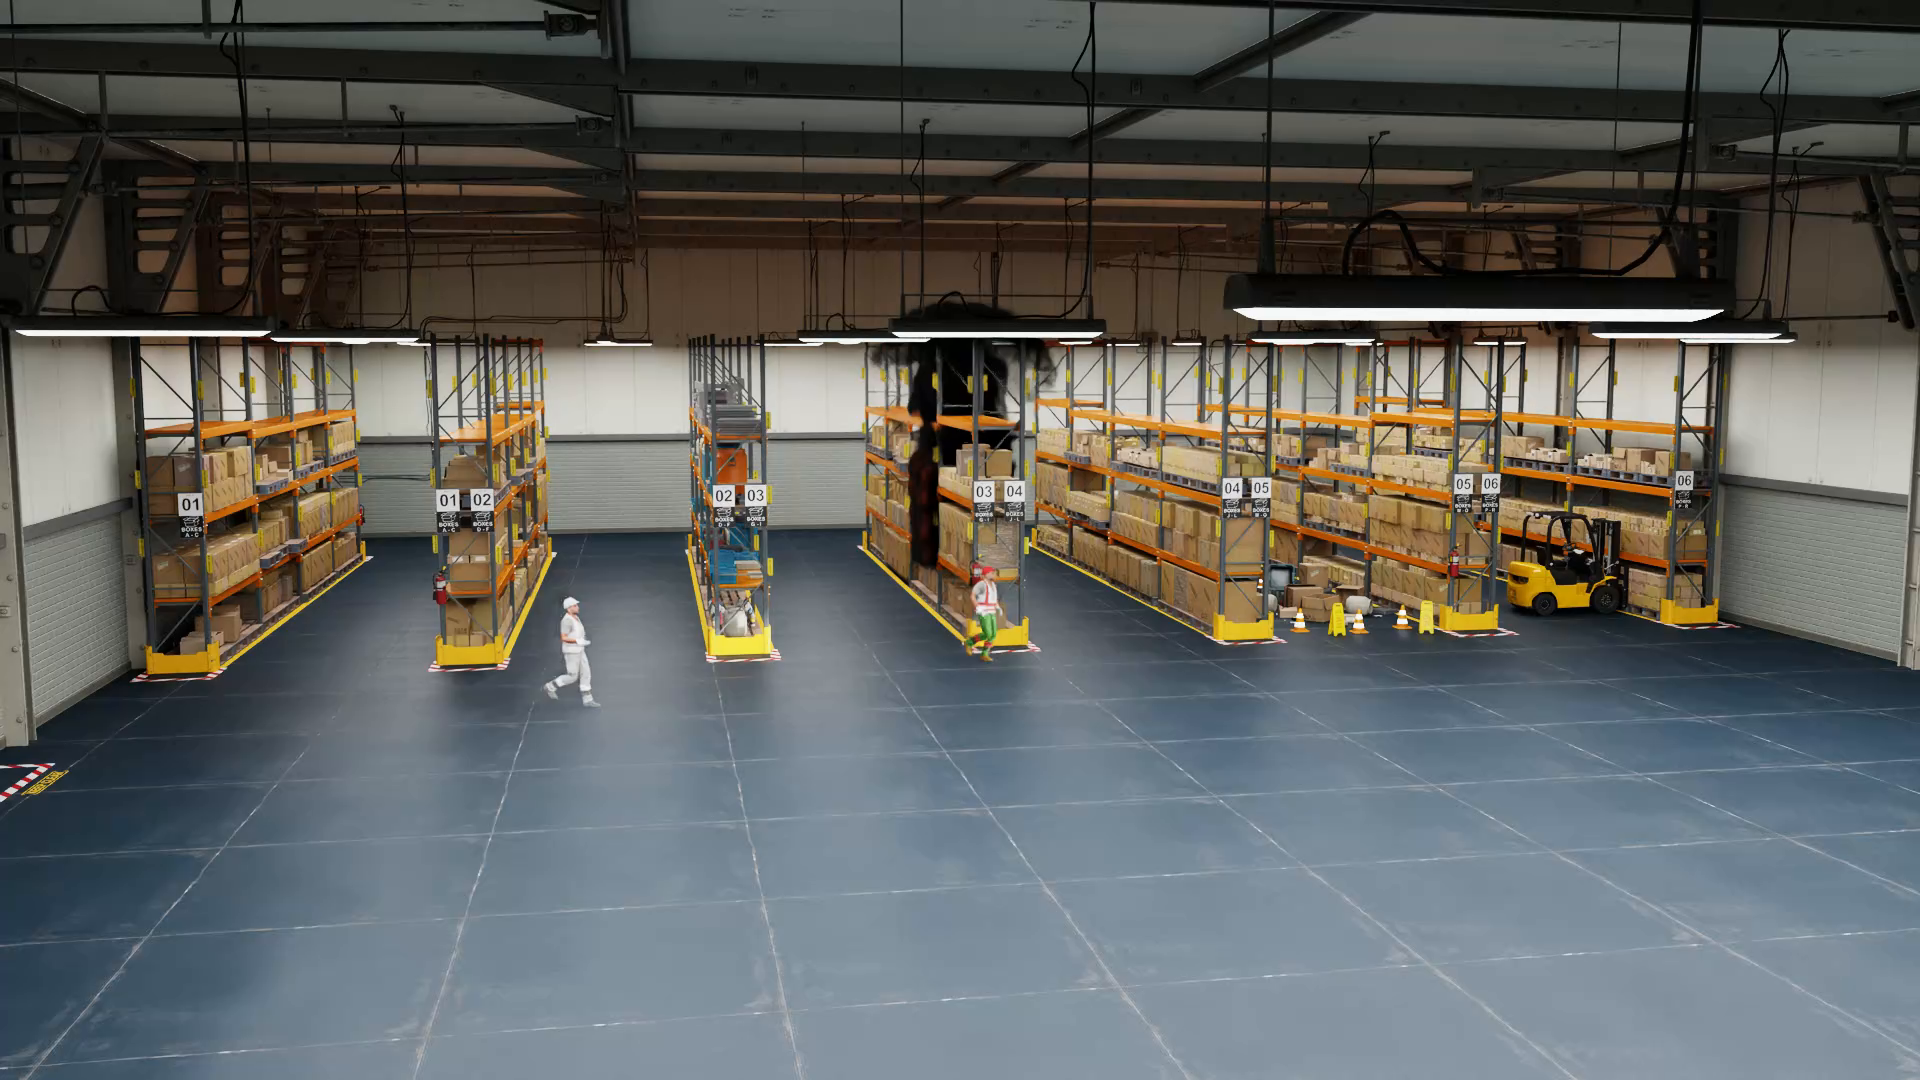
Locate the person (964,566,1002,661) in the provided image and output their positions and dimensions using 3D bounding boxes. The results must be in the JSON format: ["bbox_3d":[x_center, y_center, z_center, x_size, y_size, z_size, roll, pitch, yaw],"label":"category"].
[{"bbox_3d":[0.461,1.345,30.795,0.597,1.722,0.711,4,8,33],"label":"person"}]

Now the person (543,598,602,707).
[{"bbox_3d":[-6.194,1.800,26.556,0.935,1.778,0.656,1,7,6],"label":"person"}]

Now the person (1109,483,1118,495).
[{"bbox_3d":[4.569,-0.862,49.946,0.632,1.730,0.689,-1,7,-12],"label":"person"}]
